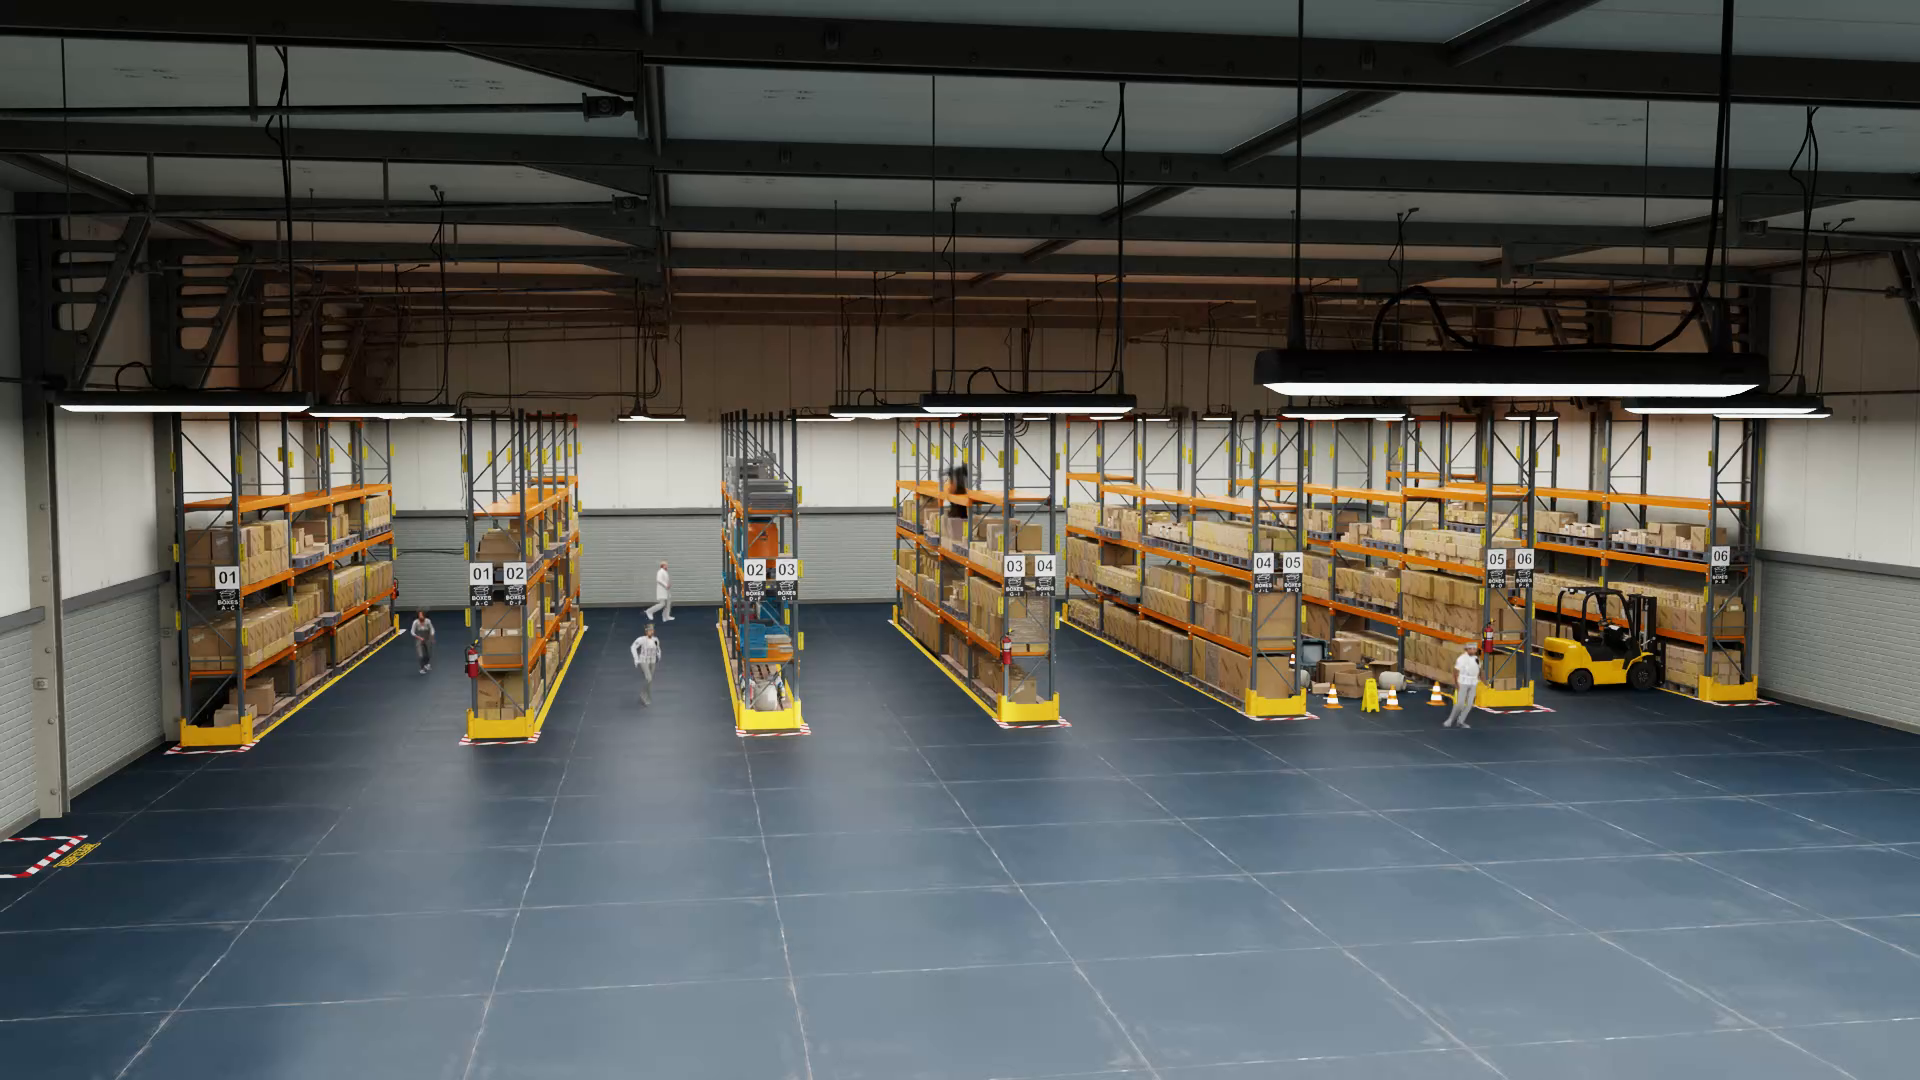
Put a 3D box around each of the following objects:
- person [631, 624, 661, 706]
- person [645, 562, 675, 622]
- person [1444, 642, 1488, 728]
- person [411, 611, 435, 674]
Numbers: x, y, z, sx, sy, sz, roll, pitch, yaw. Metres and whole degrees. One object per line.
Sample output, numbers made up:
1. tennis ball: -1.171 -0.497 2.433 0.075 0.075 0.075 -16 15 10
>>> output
1. person: -6.373 2.538 33.899 0.559 1.702 0.796 -3 5 -39
2. person: -8.712 1.499 48.318 0.840 1.744 0.763 -1 4 -7
3. person: 9.487 2.729 31.189 0.707 1.650 0.586 -2 4 -22
4. person: -12.271 2.334 37.992 0.525 1.492 0.707 -2 4 -25
